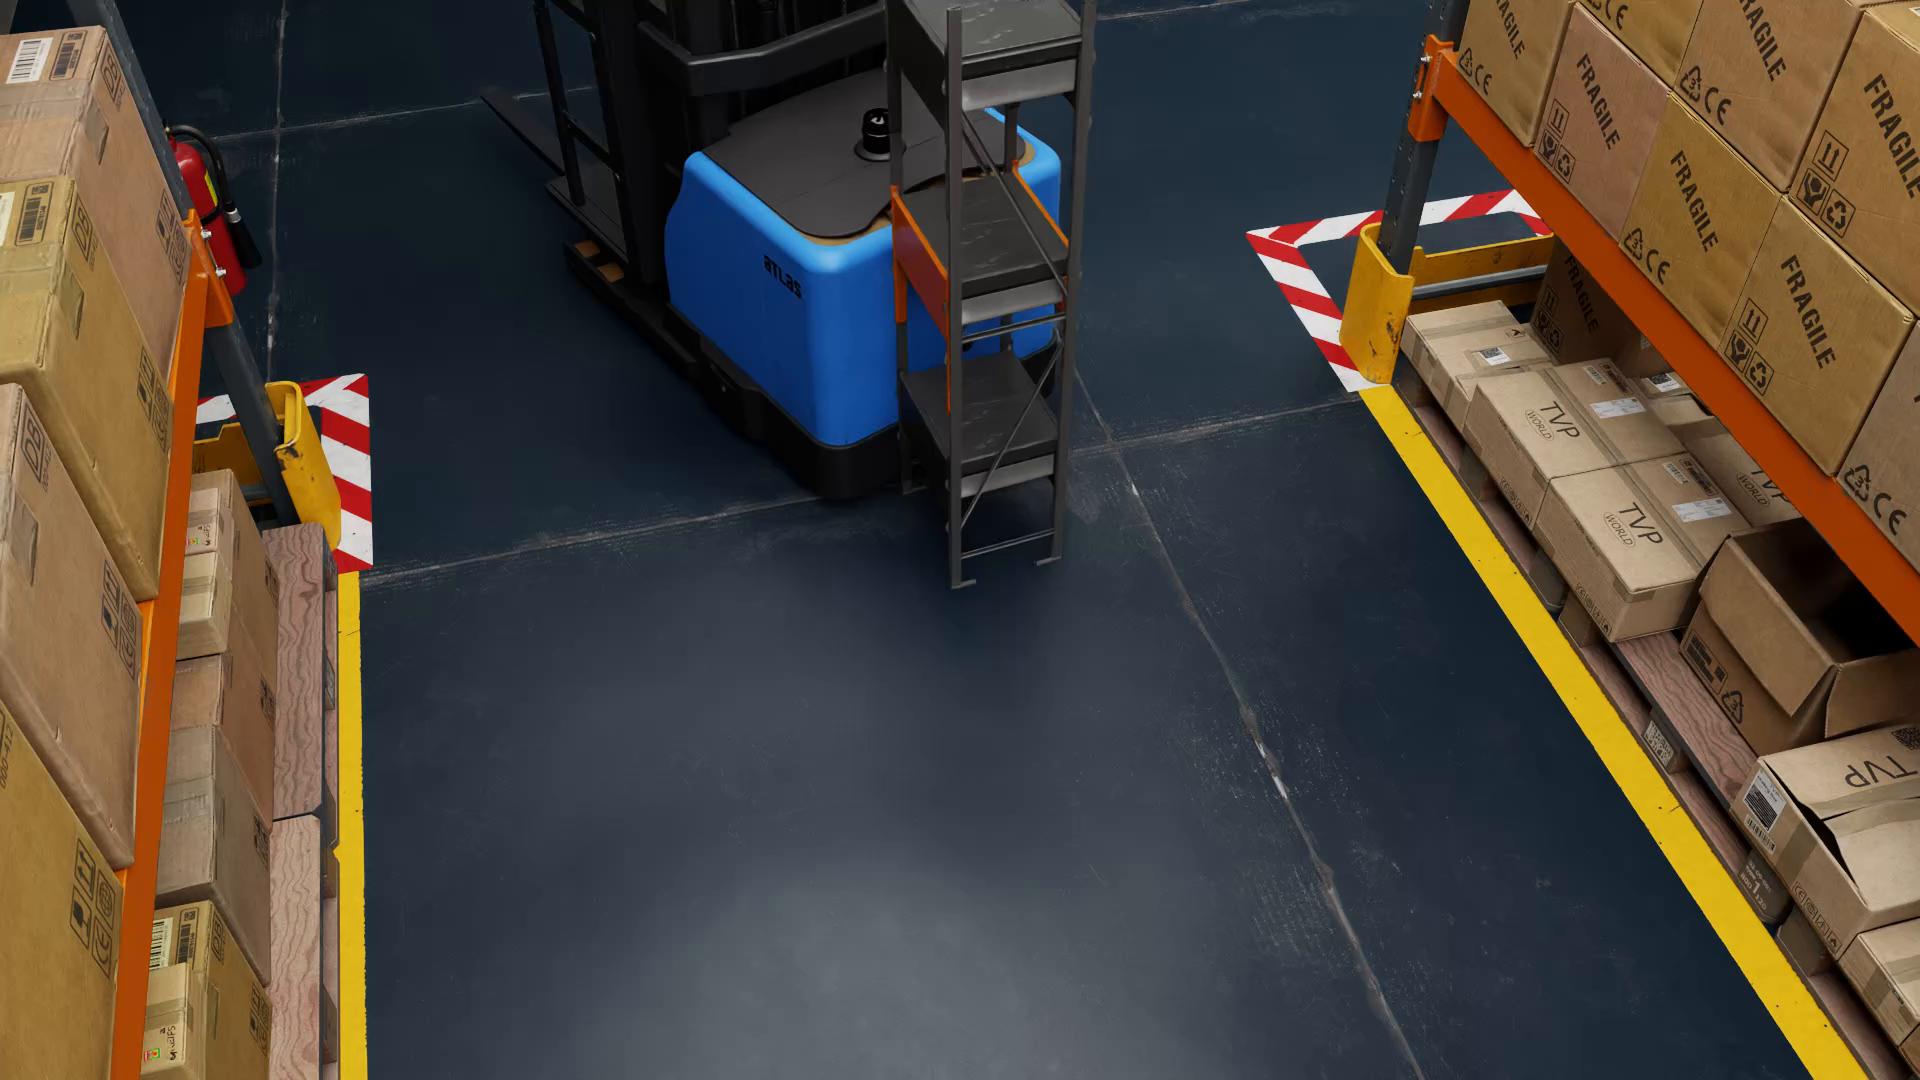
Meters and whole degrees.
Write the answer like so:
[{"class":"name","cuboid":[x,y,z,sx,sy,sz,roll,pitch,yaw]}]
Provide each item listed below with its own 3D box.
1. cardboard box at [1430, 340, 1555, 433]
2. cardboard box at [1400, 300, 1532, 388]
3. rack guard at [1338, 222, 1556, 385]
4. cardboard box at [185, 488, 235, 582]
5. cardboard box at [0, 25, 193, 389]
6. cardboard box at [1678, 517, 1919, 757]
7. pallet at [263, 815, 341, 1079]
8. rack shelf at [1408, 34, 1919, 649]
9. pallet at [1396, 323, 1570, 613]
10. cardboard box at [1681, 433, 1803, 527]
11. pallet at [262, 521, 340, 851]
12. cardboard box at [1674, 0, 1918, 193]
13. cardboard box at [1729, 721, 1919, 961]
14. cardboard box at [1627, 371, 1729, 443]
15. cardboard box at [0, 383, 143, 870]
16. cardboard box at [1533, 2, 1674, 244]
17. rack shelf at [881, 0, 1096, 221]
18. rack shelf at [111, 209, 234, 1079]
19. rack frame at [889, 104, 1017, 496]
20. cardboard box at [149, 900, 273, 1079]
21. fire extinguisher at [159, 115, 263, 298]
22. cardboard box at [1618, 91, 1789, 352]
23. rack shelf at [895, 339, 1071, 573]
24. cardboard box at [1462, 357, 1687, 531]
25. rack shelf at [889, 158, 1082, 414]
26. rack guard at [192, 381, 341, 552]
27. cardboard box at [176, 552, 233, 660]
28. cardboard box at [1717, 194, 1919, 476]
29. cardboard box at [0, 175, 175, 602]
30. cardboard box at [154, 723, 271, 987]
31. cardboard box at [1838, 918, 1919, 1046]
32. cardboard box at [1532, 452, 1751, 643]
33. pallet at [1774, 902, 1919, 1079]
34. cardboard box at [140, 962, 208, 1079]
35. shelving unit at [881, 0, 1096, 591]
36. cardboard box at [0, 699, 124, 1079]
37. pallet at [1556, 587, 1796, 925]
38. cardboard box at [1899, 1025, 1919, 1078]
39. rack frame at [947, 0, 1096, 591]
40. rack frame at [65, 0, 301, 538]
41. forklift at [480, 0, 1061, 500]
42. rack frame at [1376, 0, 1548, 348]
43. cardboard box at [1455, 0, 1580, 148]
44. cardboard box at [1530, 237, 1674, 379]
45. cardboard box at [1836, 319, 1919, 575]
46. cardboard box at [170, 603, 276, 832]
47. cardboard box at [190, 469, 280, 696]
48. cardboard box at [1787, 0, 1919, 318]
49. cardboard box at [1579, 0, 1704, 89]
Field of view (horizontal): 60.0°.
[{"class":"cardboard box","cuboid":[1.898,-0.547,5.862,0.380,0.166,0.250,-11,47,-10]},{"class":"cardboard box","cuboid":[1.834,-0.713,6.037,0.380,0.149,0.250,-11,47,-10]},{"class":"rack guard","cuboid":[2.079,-0.982,6.362,1.175,0.500,0.348,-11,47,-10]},{"class":"cardboard box","cuboid":[-2.243,0.020,4.632,0.380,0.149,0.250,-11,47,-11]},{"class":"cardboard box","cuboid":[-2.588,-0.756,4.180,0.980,0.700,0.700,-9,46,-9]},{"class":"cardboard box","cuboid":[2.597,0.276,4.819,0.797,0.503,0.637,-11,47,-10]},{"class":"pallet","cuboid":[-2.139,1.354,4.276,1.003,0.211,1.213,-11,47,-10]},{"class":"rack shelf","cuboid":[2.571,-0.277,4.425,1.077,0.370,4.000,-11,47,-10]},{"class":"pallet","cuboid":[2.284,-0.330,5.926,1.003,0.211,1.213,-11,47,-10]},{"class":"cardboard box","cuboid":[2.651,-0.109,5.374,0.500,0.250,0.500,-11,47,-10]},{"class":"pallet","cuboid":[-2.448,0.513,5.100,1.003,0.211,1.213,-11,47,-10]},{"class":"cardboard box","cuboid":[2.183,-1.234,4.089,0.500,0.500,0.500,-10,46,-10]},{"class":"cardboard box","cuboid":[2.471,0.780,4.460,0.500,0.311,0.500,-11,47,-10]},{"class":"cardboard box","cuboid":[2.453,-0.445,5.762,0.380,0.166,0.250,-11,47,-10]},{"class":"cardboard box","cuboid":[-2.205,0.273,3.173,0.980,0.700,0.700,-13,47,-12]},{"class":"cardboard box","cuboid":[2.055,-1.234,4.790,0.500,0.500,0.500,-11,47,-11]},{"class":"rack shelf","cuboid":[0.069,-1.264,4.557,0.431,0.518,0.480,-15,48,-15]},{"class":"rack shelf","cuboid":[-2.216,0.632,3.534,1.077,0.370,4.000,-11,47,-10]},{"class":"rack frame","cuboid":[-0.018,-0.946,5.207,0.400,2.100,0.015,-15,48,-15]},{"class":"cardboard box","cuboid":[-2.051,1.251,3.880,0.700,0.500,0.500,-10,46,-9]},{"class":"fire extinguisher","cuboid":[-2.321,-1.032,4.976,0.296,0.674,0.183,-11,47,-10]},{"class":"cardboard box","cuboid":[2.181,-0.887,4.449,0.500,0.500,0.500,-11,47,-10]},{"class":"rack shelf","cuboid":[0.069,-0.284,5.557,0.431,0.518,0.480,-15,48,-15]},{"class":"cardboard box","cuboid":[2.052,-0.328,5.589,0.500,0.250,0.500,-11,47,-10]},{"class":"rack shelf","cuboid":[0.069,-0.774,5.057,0.431,0.518,0.480,-15,48,-15]},{"class":"rack guard","cuboid":[-2.734,-0.143,5.540,1.175,0.500,0.348,-11,47,-10]},{"class":"cardboard box","cuboid":[-2.177,0.197,4.459,0.380,0.149,0.250,-10,46,-9]},{"class":"cardboard box","cuboid":[2.307,-0.542,4.111,0.500,0.500,0.500,-10,46,-10]},{"class":"cardboard box","cuboid":[-2.391,-0.255,3.690,0.980,0.700,0.700,-11,47,-11]},{"class":"cardboard box","cuboid":[-2.195,0.885,4.239,0.700,0.500,0.500,-12,47,-12]},{"class":"cardboard box","cuboid":[2.509,1.107,4.253,0.380,0.149,0.250,-11,47,-10]},{"class":"cardboard box","cuboid":[2.180,0.017,5.250,0.500,0.250,0.500,-11,47,-10]},{"class":"pallet","cuboid":[2.908,1.354,4.275,1.003,0.211,1.213,-11,47,-10]},{"class":"cardboard box","cuboid":[-1.842,1.096,3.577,0.380,0.149,0.250,-12,47,-11]},{"class":"shelving unit","cuboid":[0.069,-0.783,5.047,0.431,2.100,0.503,-15,48,-15]},{"class":"cardboard box","cuboid":[-2.009,0.773,2.682,0.980,0.700,0.700,-12,47,-11]},{"class":"pallet","cuboid":[2.593,0.510,5.102,1.003,0.211,1.213,-11,47,-10]},{"class":"cardboard box","cuboid":[2.663,1.232,3.885,0.500,0.500,0.500,-11,47,-10]},{"class":"rack frame","cuboid":[0.157,-0.621,4.888,0.400,2.100,0.015,-15,48,-15]},{"class":"rack frame","cuboid":[-2.728,-1.001,4.631,1.000,3.000,0.127,-11,47,-10]},{"class":"forklift","cuboid":[-0.947,-2.168,5.822,1.130,2.935,3.031,-29,52,-25]},{"class":"rack frame","cuboid":[2.059,-1.909,5.521,1.000,3.000,0.127,-11,47,-10]},{"class":"cardboard box","cuboid":[1.918,-1.590,5.138,0.500,0.500,0.500,-10,46,-9]},{"class":"cardboard box","cuboid":[2.437,-0.858,5.933,0.500,0.500,0.500,-11,47,-10]},{"class":"cardboard box","cuboid":[2.440,-0.191,3.767,0.500,0.500,0.500,-10,46,-9]},{"class":"cardboard box","cuboid":[-2.324,0.537,4.579,0.700,0.500,0.500,-11,47,-10]},{"class":"cardboard box","cuboid":[-2.452,0.192,4.918,0.700,0.500,0.500,-11,47,-10]},{"class":"cardboard box","cuboid":[2.313,-0.883,3.745,0.500,0.500,0.500,-11,47,-11]},{"class":"cardboard box","cuboid":[2.059,-1.580,4.428,0.500,0.500,0.500,-10,46,-10]}]
